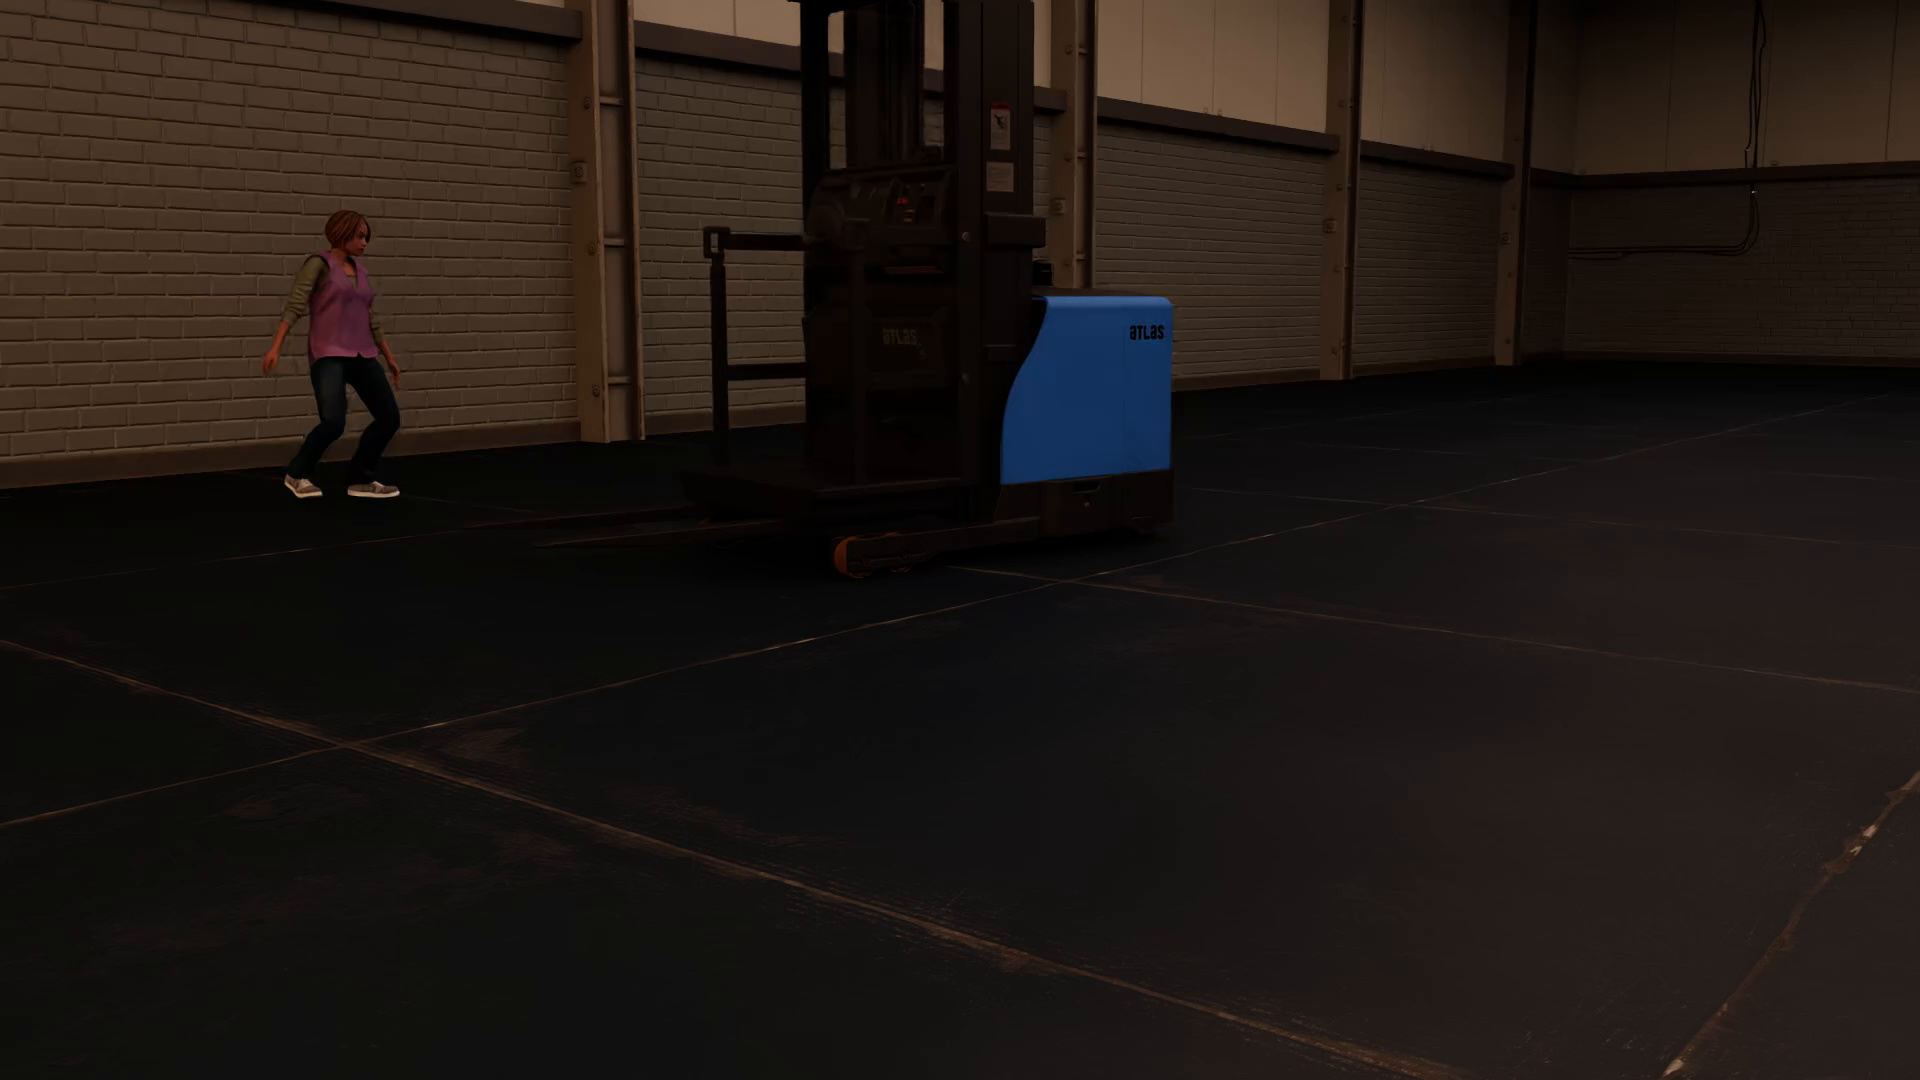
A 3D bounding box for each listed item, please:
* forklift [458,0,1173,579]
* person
[{"bbox_3d":[-0.502,-1.385,6.745,3.031,2.935,1.130,-7,11,-39],"label":"forklift"},{"bbox_3d":[-3.261,-0.940,8.640,0.449,1.515,0.744,5,10,30],"label":"person"}]
